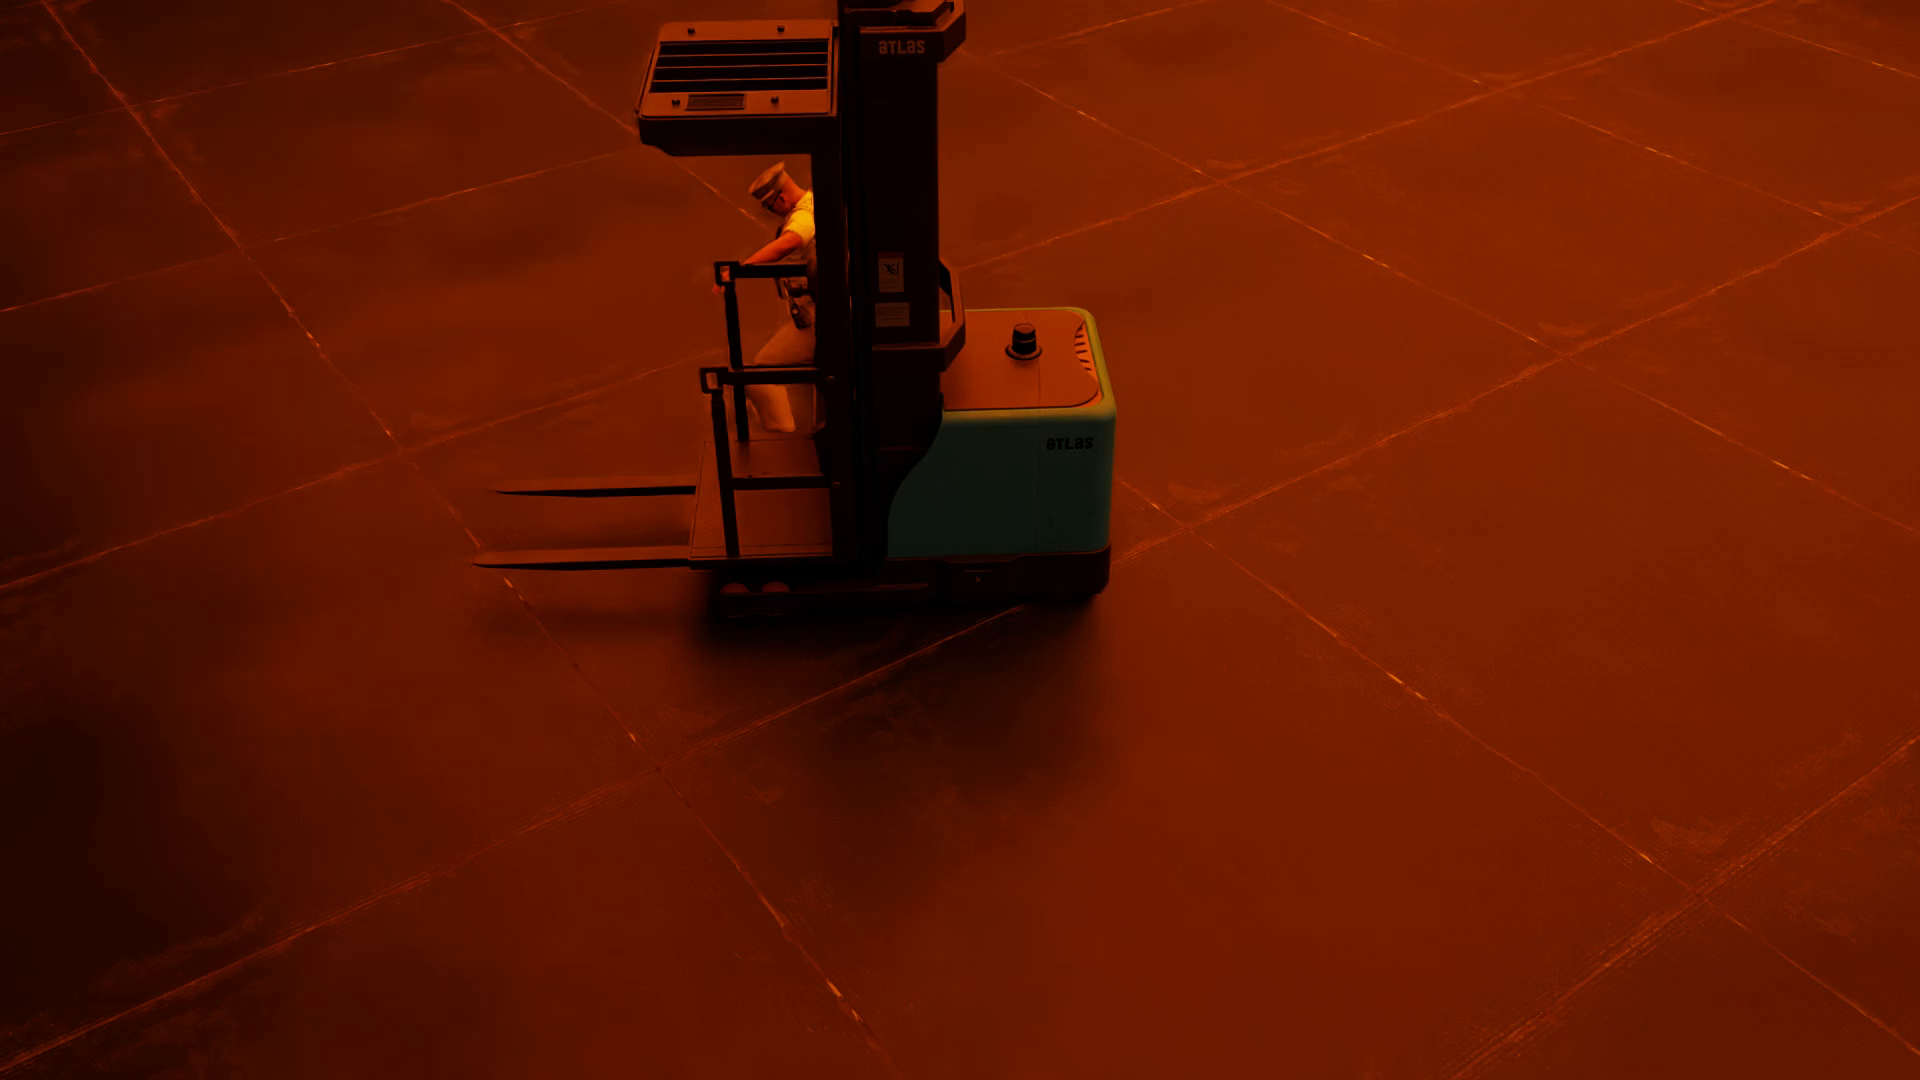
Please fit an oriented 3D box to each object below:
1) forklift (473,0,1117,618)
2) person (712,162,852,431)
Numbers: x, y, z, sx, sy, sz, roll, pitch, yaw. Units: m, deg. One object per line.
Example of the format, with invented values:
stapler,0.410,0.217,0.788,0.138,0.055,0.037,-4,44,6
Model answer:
forklift,-0.818,-1.133,7.477,3.031,2.935,1.130,-2,37,-3
person,-0.922,-1.239,8.887,0.799,1.461,1.317,18,40,23
